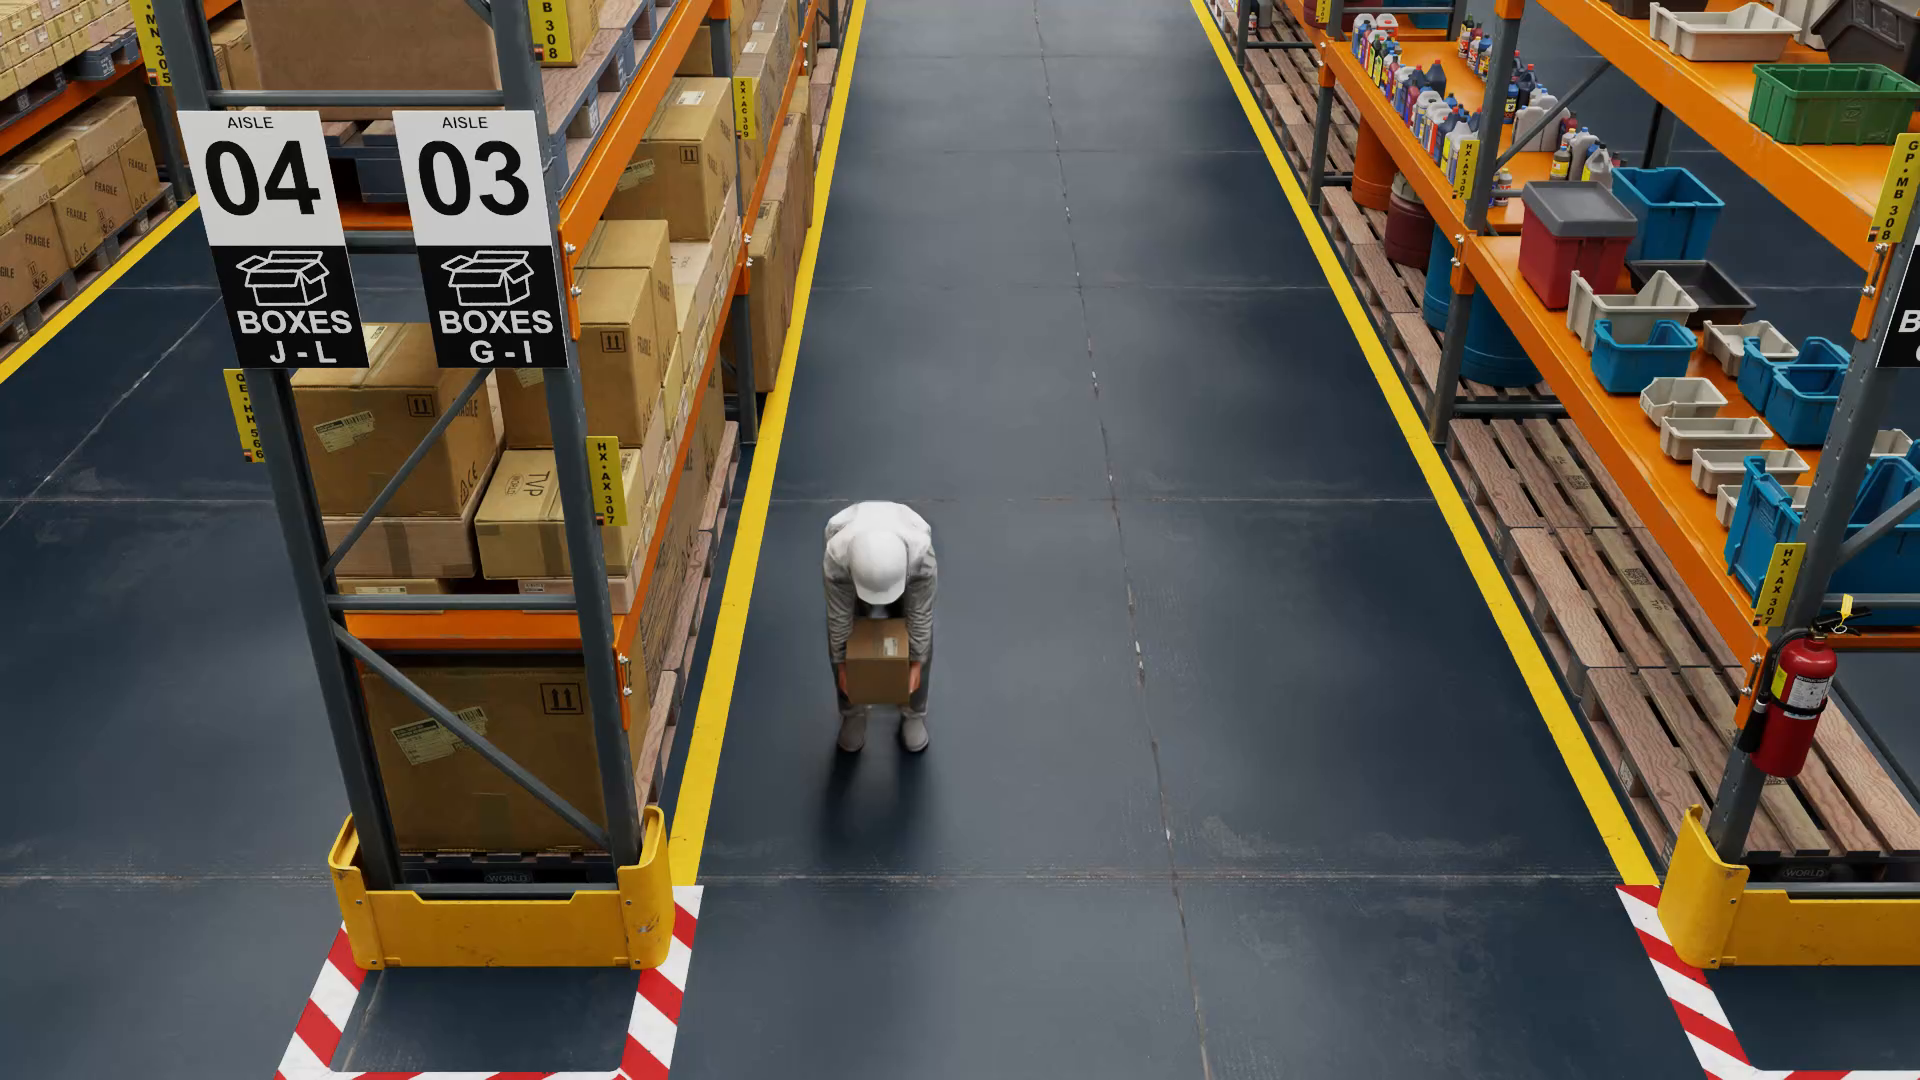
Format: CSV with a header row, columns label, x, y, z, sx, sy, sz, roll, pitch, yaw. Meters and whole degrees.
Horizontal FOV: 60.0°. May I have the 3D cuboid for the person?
label,x,y,z,sx,sy,sz,roll,pitch,yaw
person,-0.337,0.167,6.890,0.446,1.722,0.616,-1,31,-1
